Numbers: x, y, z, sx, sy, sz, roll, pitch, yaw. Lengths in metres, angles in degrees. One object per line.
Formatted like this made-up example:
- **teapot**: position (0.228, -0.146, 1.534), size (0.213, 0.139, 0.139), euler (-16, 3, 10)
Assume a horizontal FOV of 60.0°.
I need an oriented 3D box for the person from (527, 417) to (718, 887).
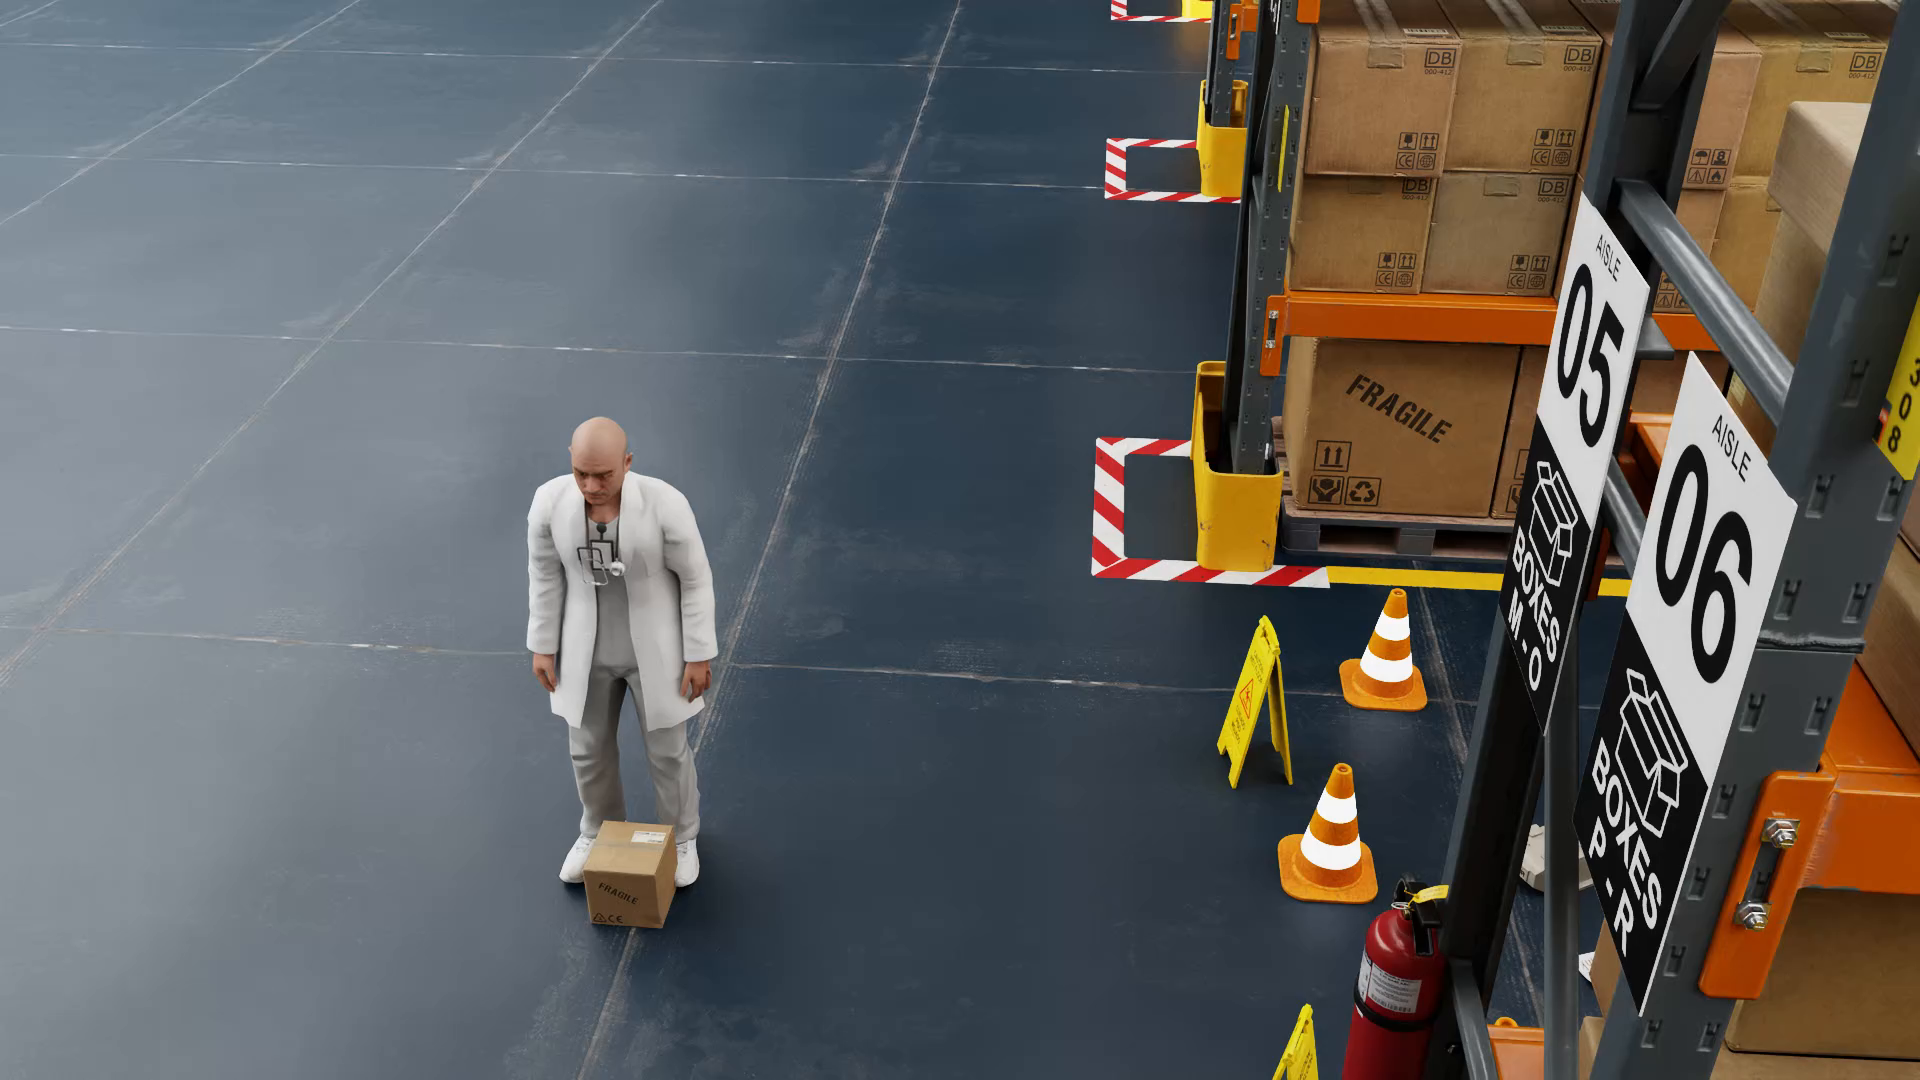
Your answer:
- **person**: position (-1.120, 0.373, 5.542), size (0.644, 1.774, 0.424), euler (3, 32, 4)
